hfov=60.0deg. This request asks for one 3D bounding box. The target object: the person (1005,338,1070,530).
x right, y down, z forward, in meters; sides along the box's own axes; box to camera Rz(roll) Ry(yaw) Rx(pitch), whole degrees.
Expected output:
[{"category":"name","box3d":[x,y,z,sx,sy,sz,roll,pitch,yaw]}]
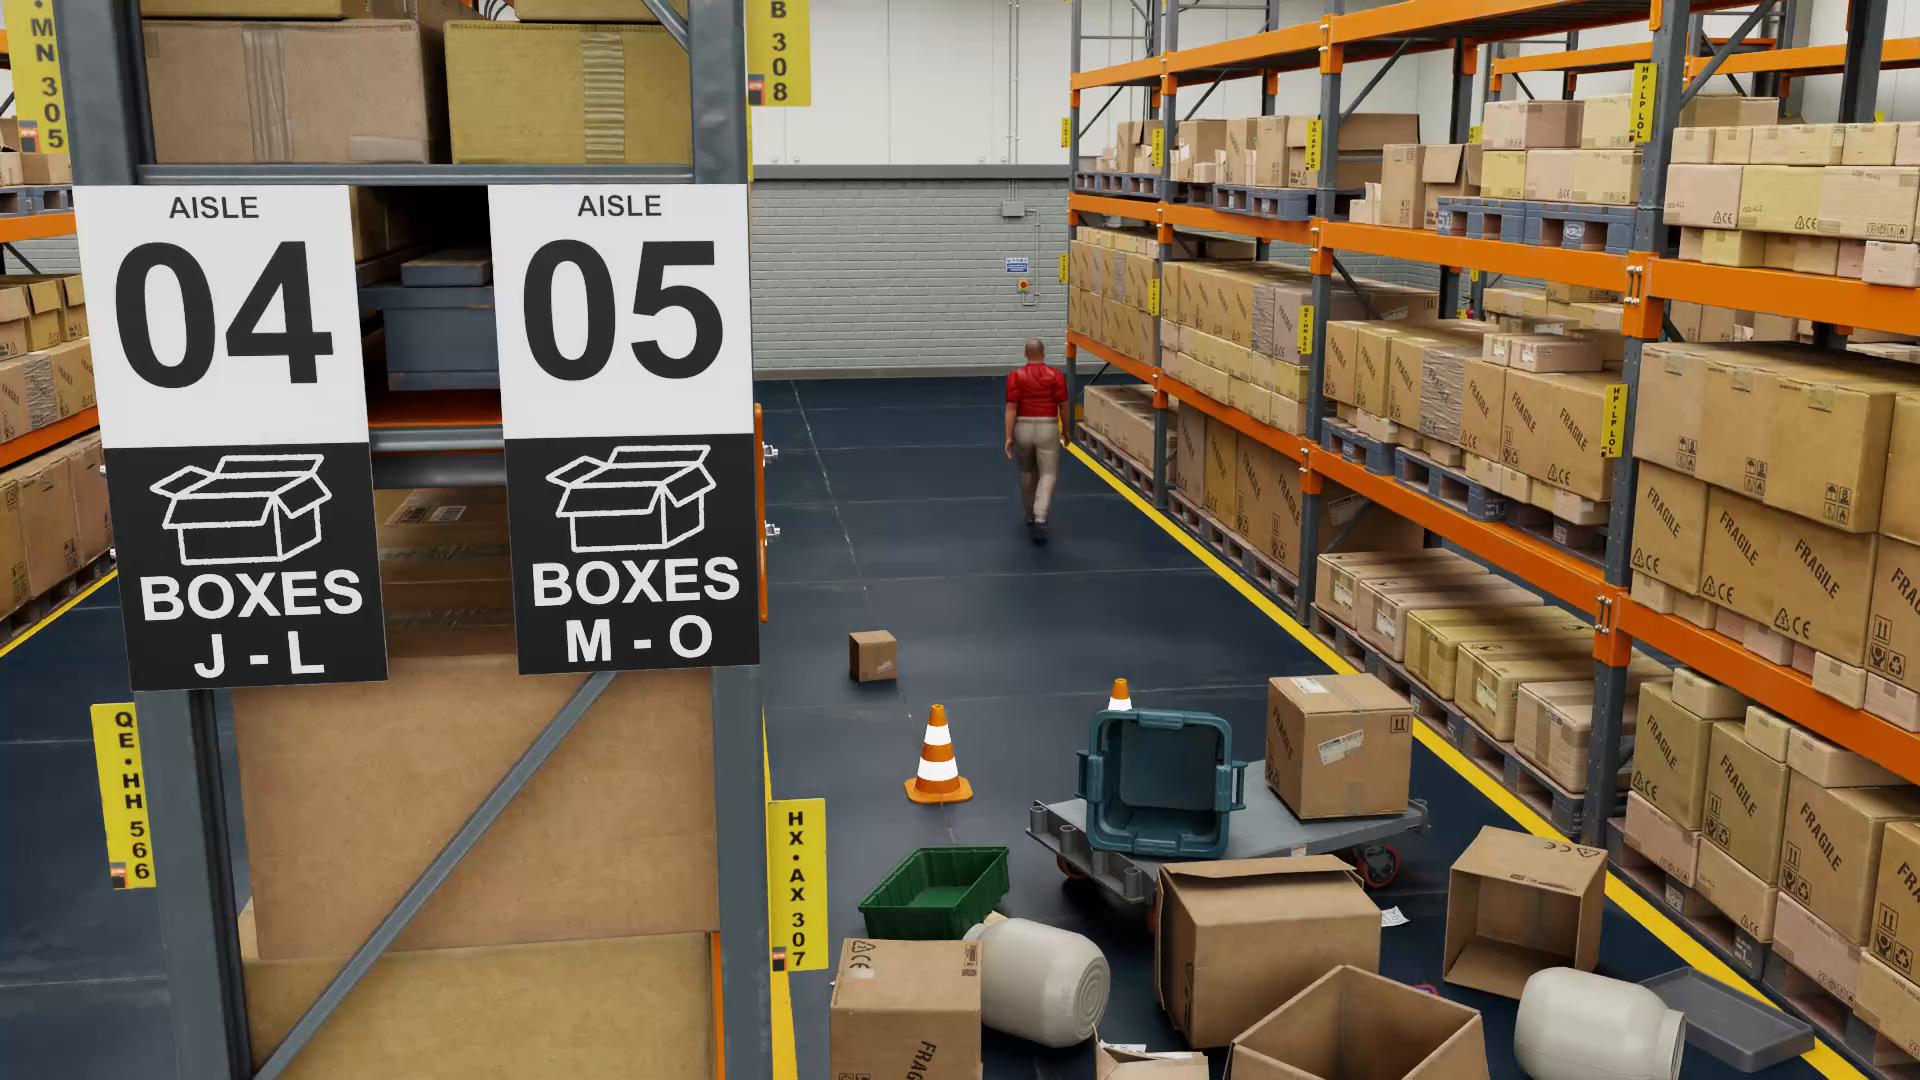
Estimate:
[{"category":"person","box3d":[0.682,-0.922,14.495,0.541,1.677,1.012,3,13,12]}]
